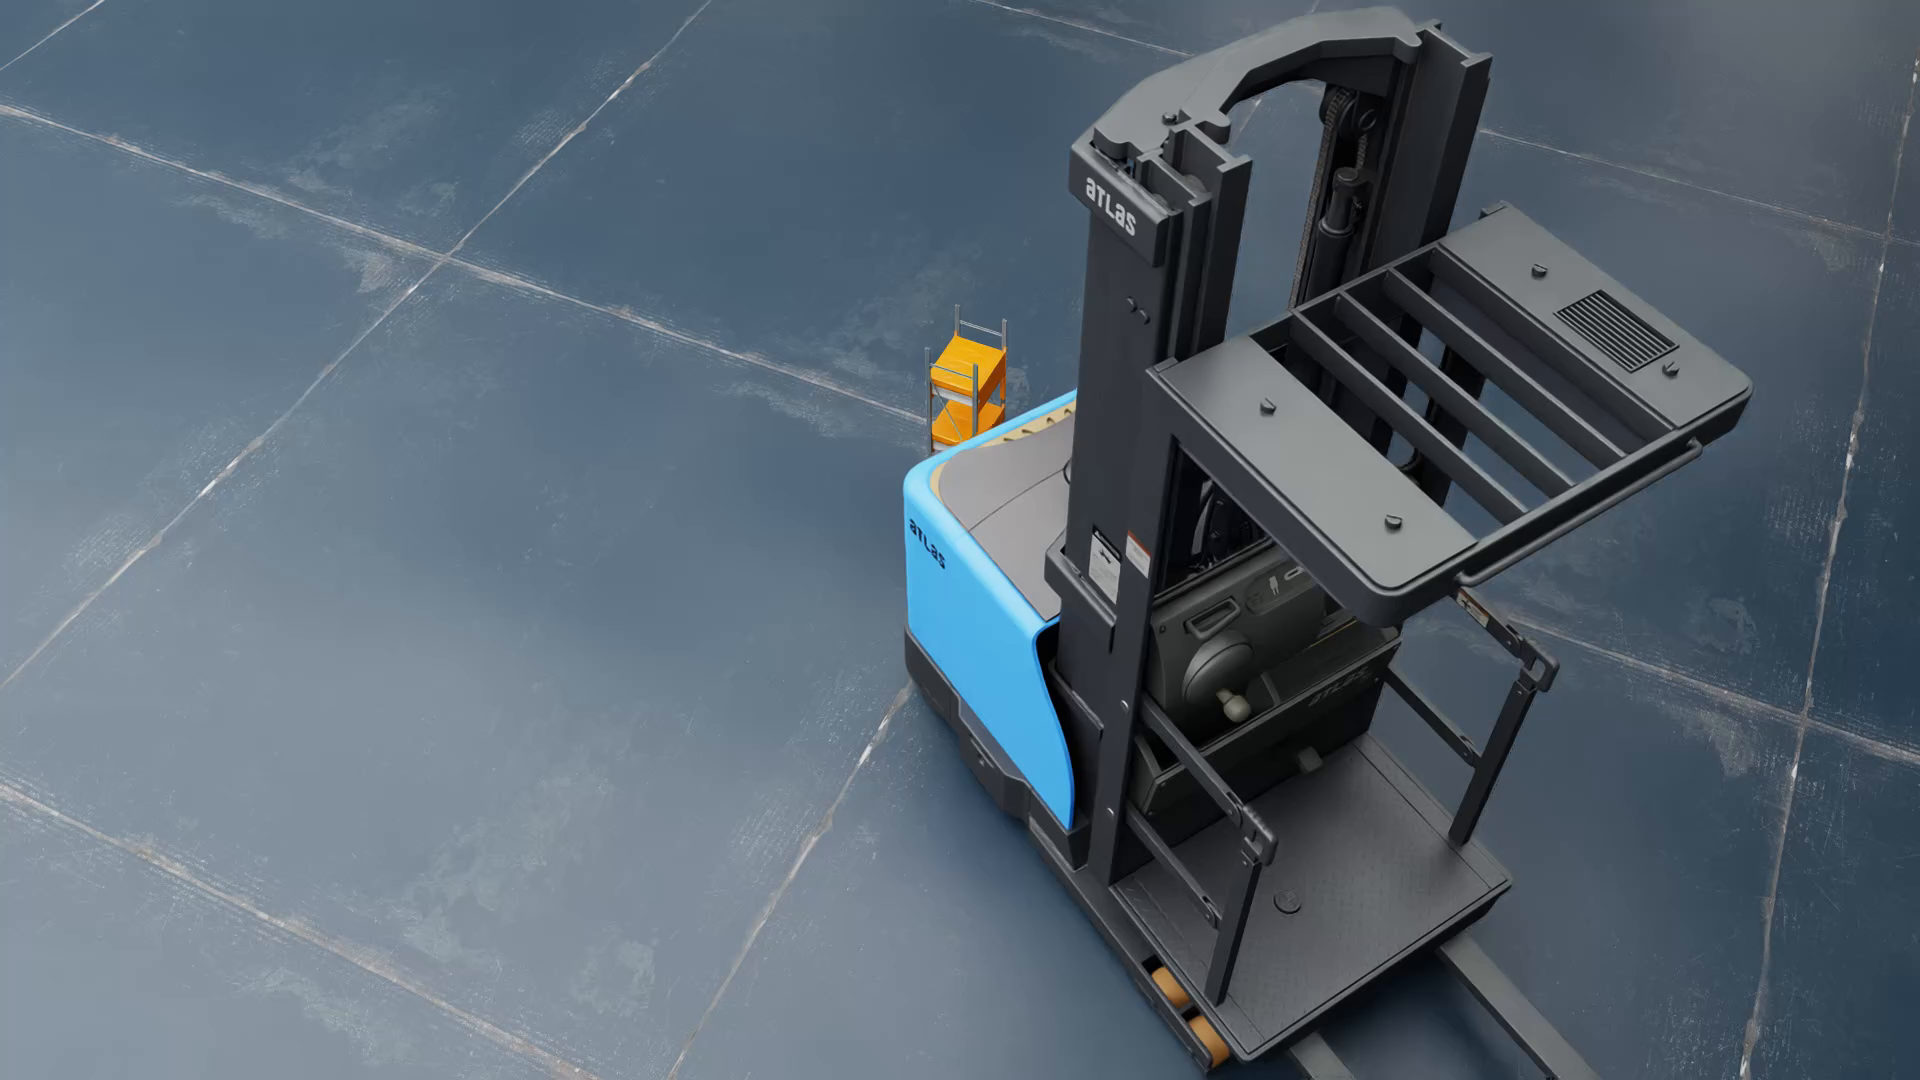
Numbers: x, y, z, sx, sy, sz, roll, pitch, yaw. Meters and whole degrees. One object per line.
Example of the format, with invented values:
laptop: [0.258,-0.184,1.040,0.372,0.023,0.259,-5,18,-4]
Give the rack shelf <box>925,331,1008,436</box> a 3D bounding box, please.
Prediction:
rack shelf: [0.023,-0.554,5.989,0.215,0.259,0.240,20,52,16]

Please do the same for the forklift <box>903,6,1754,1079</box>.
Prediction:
forklift: [1.024,0.267,4.414,1.130,2.935,3.031,-26,54,-21]

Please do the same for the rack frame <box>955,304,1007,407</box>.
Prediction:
rack frame: [0.075,-0.461,6.268,0.200,1.050,0.008,20,52,16]

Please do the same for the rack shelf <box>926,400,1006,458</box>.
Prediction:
rack shelf: [0.023,-0.370,6.205,0.215,0.259,0.240,20,52,16]

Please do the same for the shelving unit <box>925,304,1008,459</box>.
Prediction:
shelving unit: [0.023,-0.377,6.197,0.215,1.050,0.252,20,52,16]

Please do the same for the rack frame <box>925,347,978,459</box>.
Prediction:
rack frame: [-0.029,-0.293,6.125,0.200,1.050,0.008,20,52,16]
